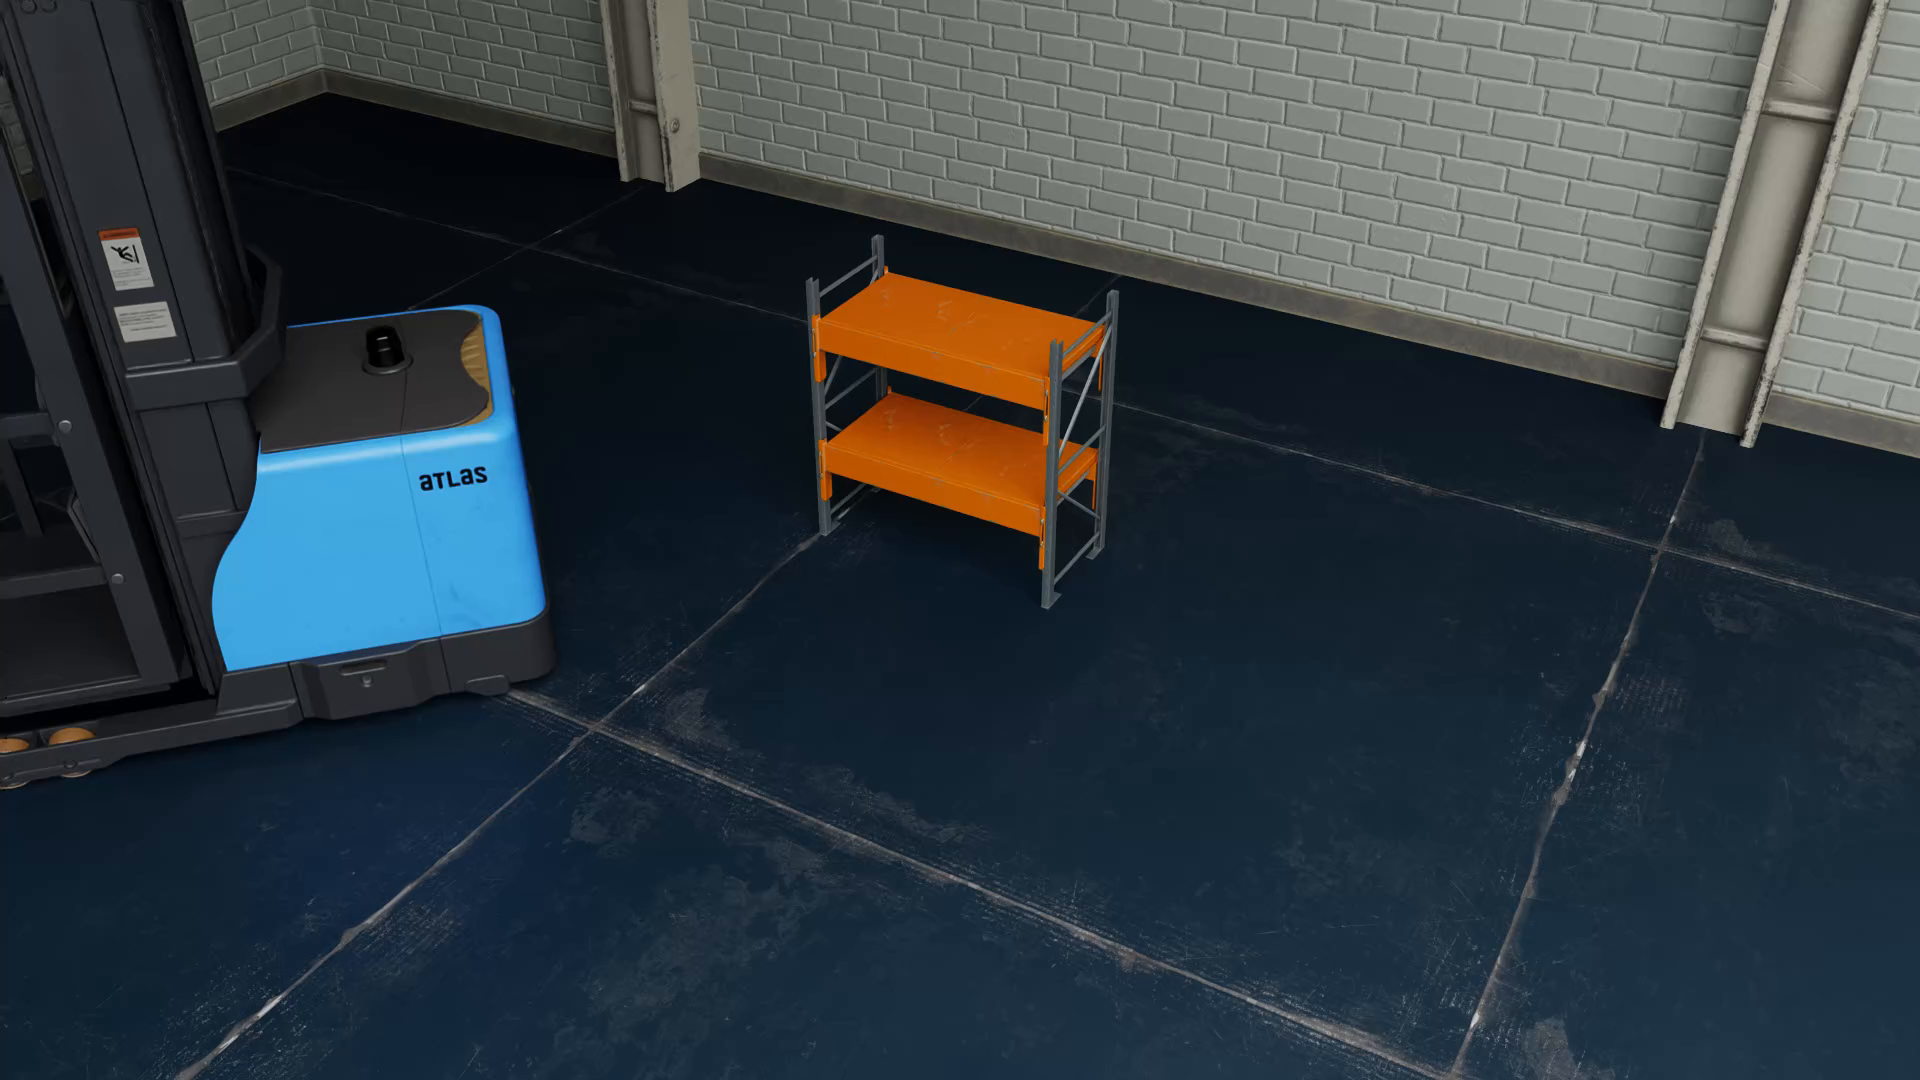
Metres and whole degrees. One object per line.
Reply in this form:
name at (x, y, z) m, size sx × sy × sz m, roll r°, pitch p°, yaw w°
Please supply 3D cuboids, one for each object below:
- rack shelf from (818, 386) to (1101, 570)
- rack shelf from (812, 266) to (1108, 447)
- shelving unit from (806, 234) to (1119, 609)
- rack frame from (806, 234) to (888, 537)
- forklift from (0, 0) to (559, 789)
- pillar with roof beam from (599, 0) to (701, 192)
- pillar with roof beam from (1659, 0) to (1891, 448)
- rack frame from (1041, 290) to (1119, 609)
rack shelf at (0.006, -0.263, 6.571) m, size 1.000 × 0.278 × 0.538 m, roll 18°, pitch 37°, yaw 24°
rack shelf at (0.006, -0.710, 6.273) m, size 1.000 × 0.278 × 0.538 m, roll 18°, pitch 37°, yaw 24°
shelving unit at (0.006, -0.466, 6.435) m, size 1.048 × 1.125 × 0.538 m, roll 18°, pitch 37°, yaw 24°
rack frame at (-0.435, -0.606, 6.645) m, size 0.032 × 1.125 × 0.500 m, roll 18°, pitch 37°, yaw 24°
forklift at (-3.017, -0.723, 5.192) m, size 3.031 × 2.935 × 1.130 m, roll -9°, pitch 35°, yaw -14°
pillar with roof beam at (-3.934, -3.858, 4.425) m, size 0.400 × 9.000 × 9.100 m, roll 18°, pitch 37°, yaw 24°
pillar with roof beam at (1.275, -2.208, 1.947) m, size 0.400 × 9.000 × 9.100 m, roll 18°, pitch 37°, yaw 24°
rack frame at (0.447, -0.327, 6.225) m, size 0.032 × 1.125 × 0.500 m, roll 18°, pitch 37°, yaw 24°
